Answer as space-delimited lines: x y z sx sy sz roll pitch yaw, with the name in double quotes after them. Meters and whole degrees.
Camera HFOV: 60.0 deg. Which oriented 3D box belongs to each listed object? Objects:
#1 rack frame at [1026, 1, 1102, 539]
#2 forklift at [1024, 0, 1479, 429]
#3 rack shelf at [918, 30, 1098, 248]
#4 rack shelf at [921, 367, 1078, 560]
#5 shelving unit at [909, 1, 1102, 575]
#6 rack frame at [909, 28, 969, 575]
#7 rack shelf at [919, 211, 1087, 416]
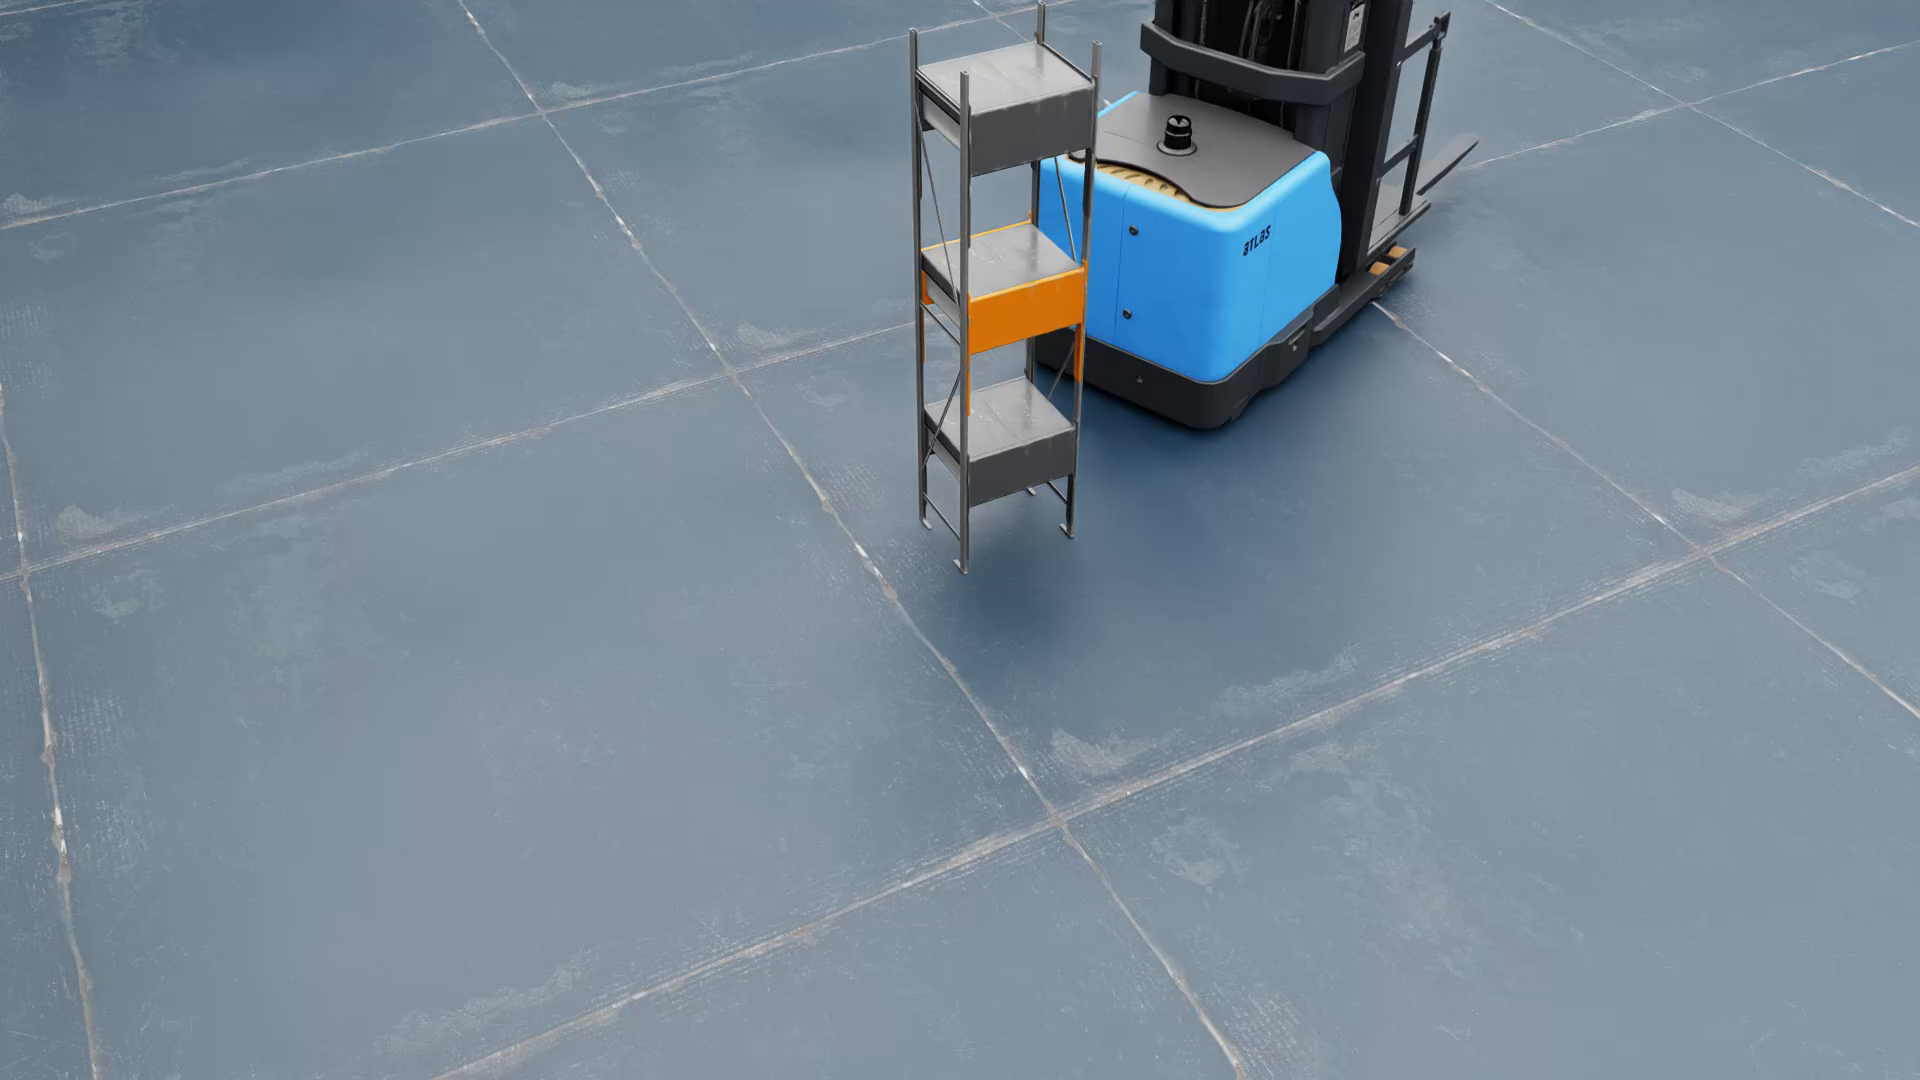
0.363 -0.924 6.216 0.015 2.100 0.400 -19 44 -21 "rack frame"
1.604 -2.493 7.426 1.130 2.935 3.031 27 47 28 "forklift"
0.147 -1.375 5.687 0.480 0.518 0.431 -19 44 -21 "rack shelf"
0.147 -0.306 6.591 0.480 0.518 0.431 -19 44 -21 "rack shelf"
0.147 -0.851 6.130 0.503 2.100 0.431 -19 44 -21 "shelving unit"
-0.070 -0.778 6.044 0.015 2.100 0.400 -19 44 -21 "rack frame"
0.147 -0.840 6.139 0.480 0.518 0.431 -19 44 -21 "rack shelf"
